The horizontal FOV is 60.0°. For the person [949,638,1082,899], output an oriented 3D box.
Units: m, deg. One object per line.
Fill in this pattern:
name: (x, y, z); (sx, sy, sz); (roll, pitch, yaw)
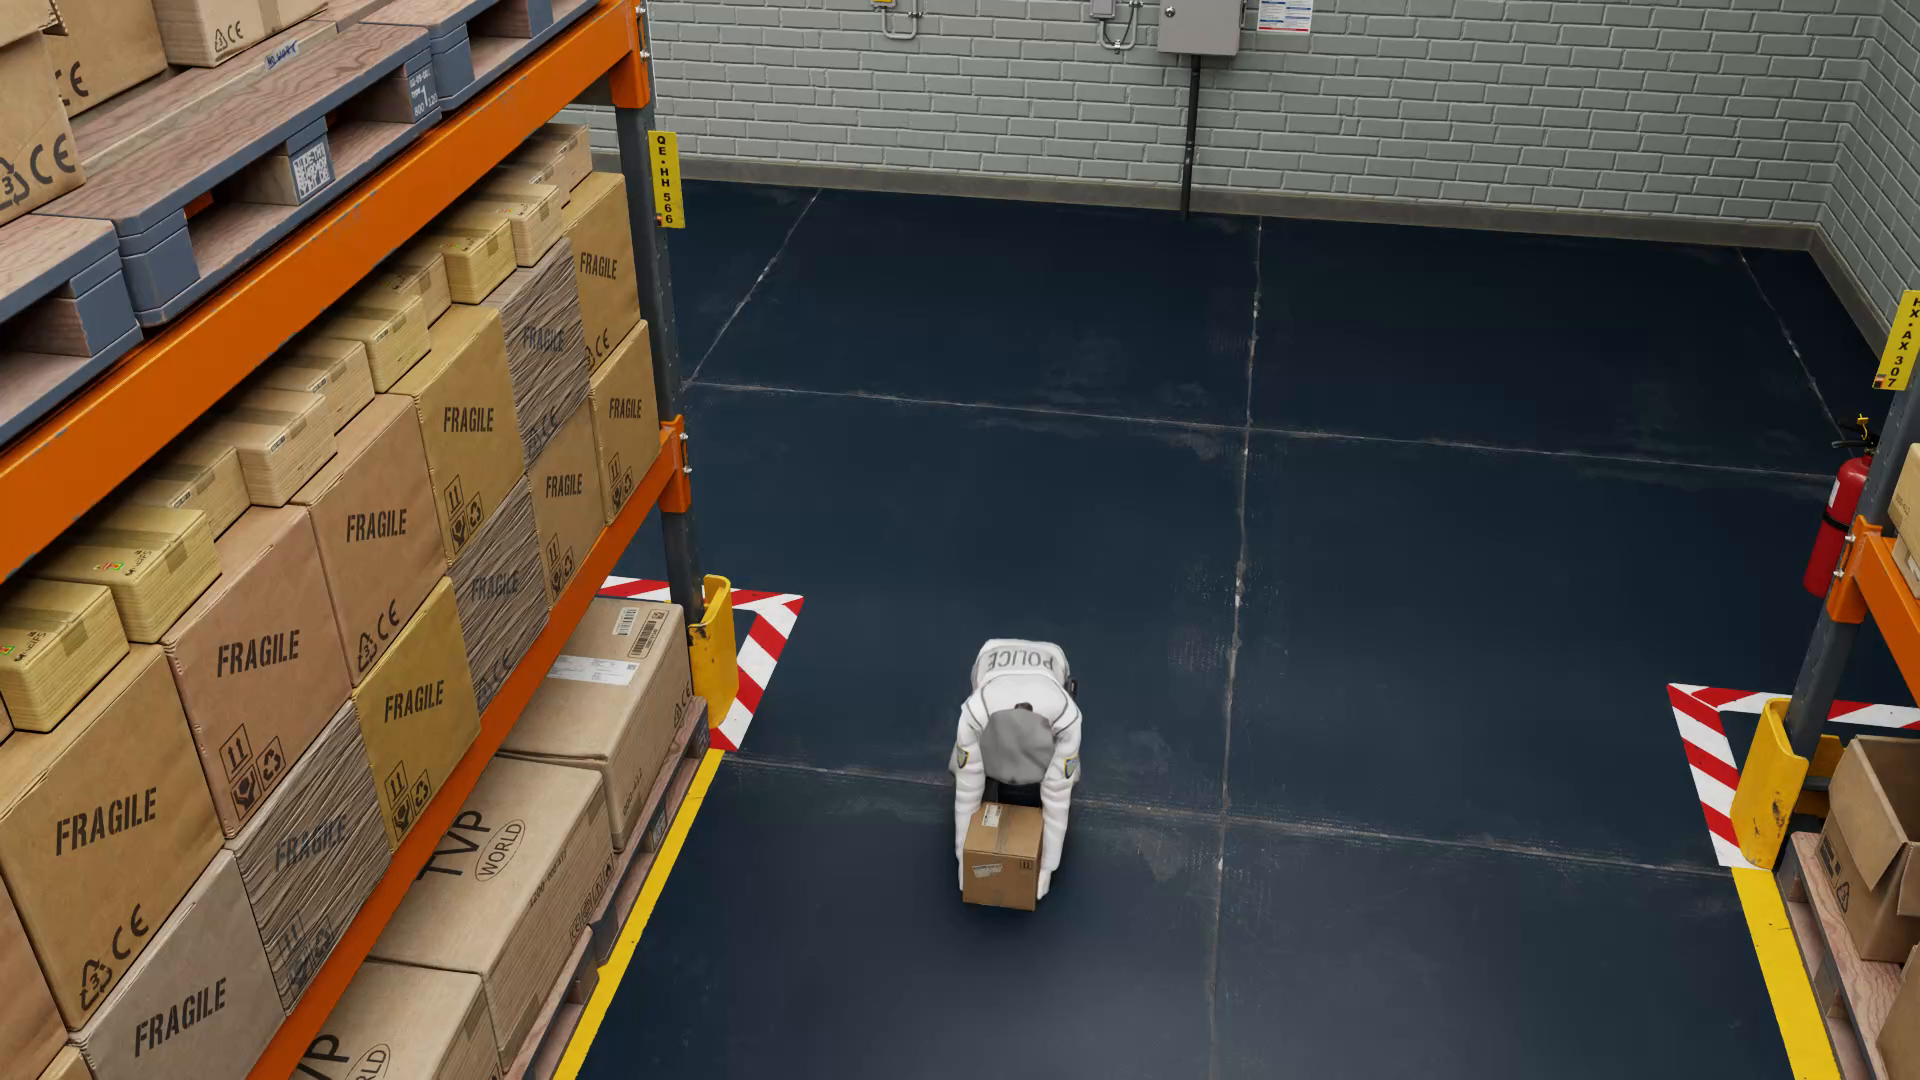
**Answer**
person: (0.200, 0.736, 5.862); (0.465, 0.823, 0.898); (5, 33, 7)
